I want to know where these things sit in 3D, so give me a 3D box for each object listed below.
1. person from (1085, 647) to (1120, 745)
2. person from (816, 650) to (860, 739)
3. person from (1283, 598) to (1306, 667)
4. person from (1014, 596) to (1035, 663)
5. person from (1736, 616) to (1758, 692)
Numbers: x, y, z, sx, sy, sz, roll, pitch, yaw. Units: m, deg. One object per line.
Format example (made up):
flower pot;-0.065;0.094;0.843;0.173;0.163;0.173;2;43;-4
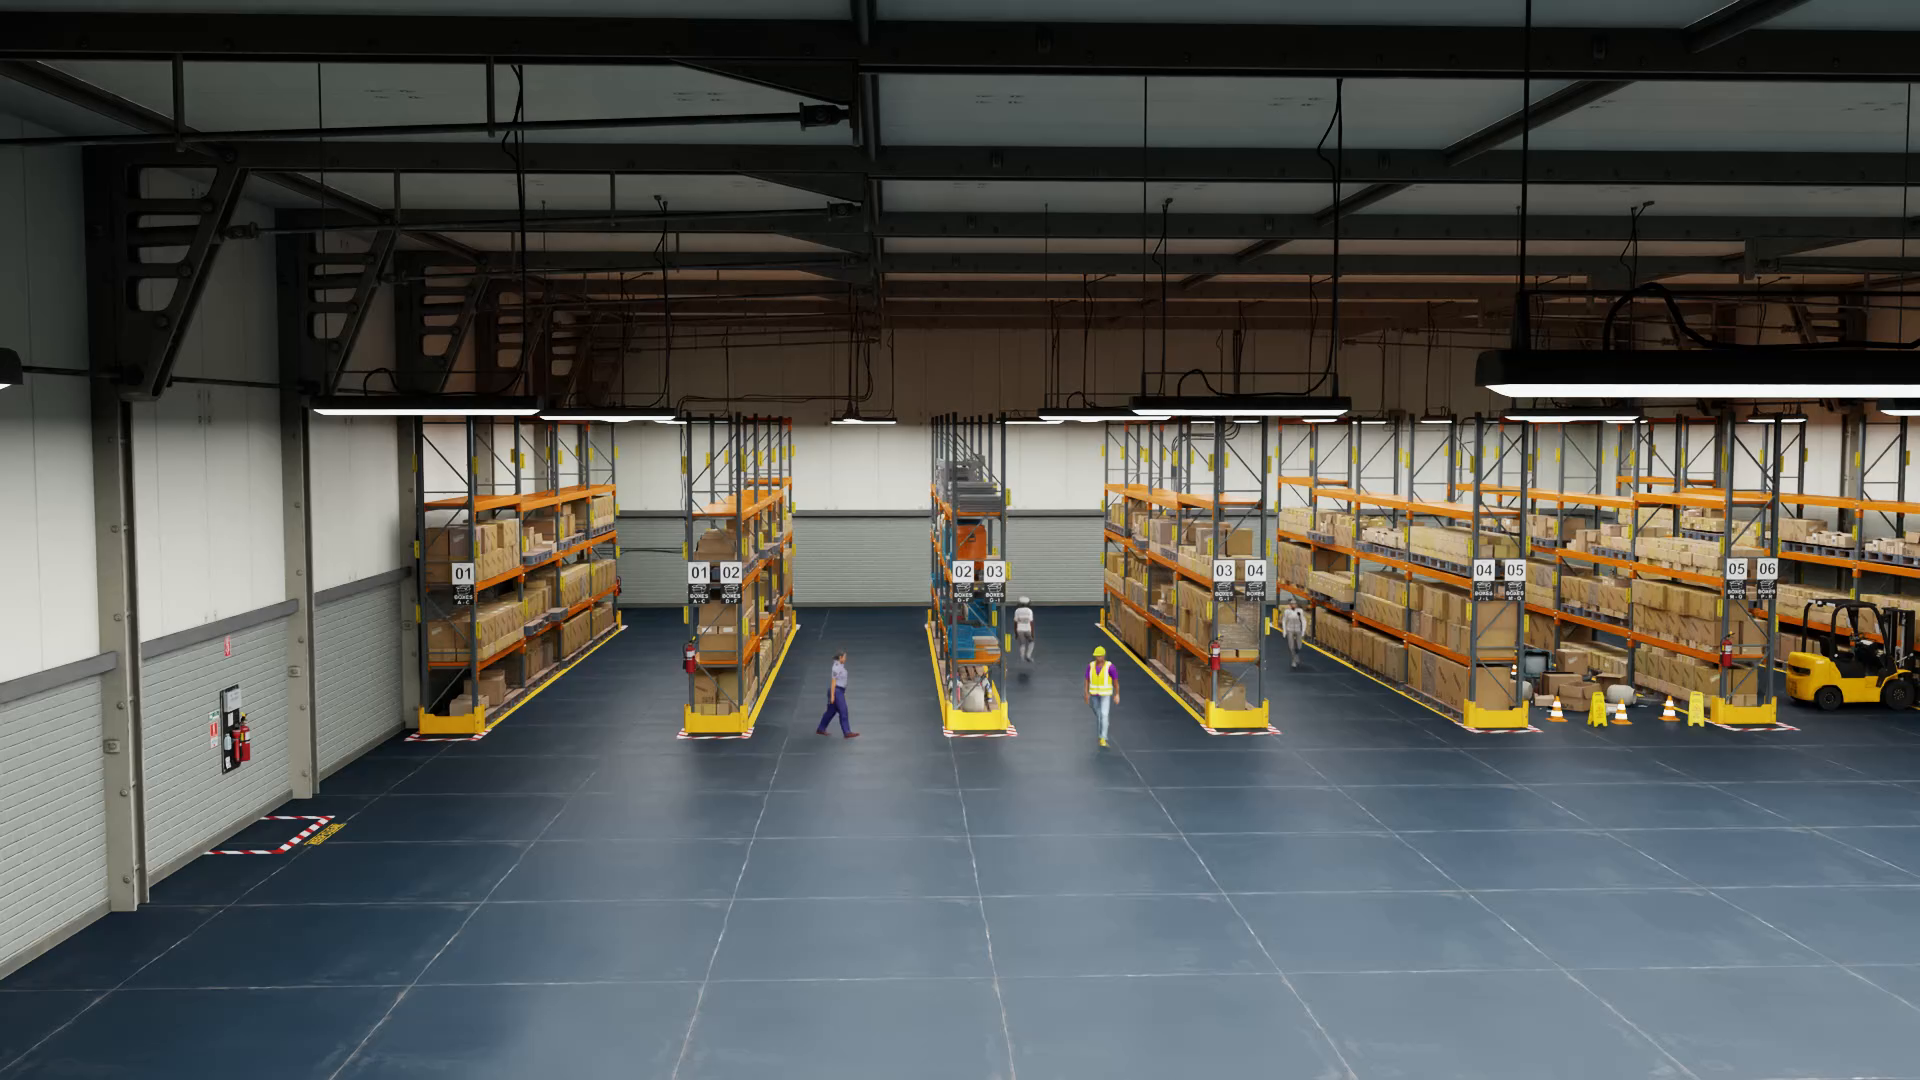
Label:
person;2.510;2.789;29.991;0.608;1.721;0.931;2;4;28
person;-2.259;2.847;30.678;0.816;1.600;0.573;0;4;-2
person;8.020;2.191;39.887;0.550;1.655;0.582;1;4;10
person;1.497;2.097;38.810;0.481;1.565;0.609;1;4;10
person;17.174;2.431;36.233;0.585;1.666;0.739;0;4;-2
